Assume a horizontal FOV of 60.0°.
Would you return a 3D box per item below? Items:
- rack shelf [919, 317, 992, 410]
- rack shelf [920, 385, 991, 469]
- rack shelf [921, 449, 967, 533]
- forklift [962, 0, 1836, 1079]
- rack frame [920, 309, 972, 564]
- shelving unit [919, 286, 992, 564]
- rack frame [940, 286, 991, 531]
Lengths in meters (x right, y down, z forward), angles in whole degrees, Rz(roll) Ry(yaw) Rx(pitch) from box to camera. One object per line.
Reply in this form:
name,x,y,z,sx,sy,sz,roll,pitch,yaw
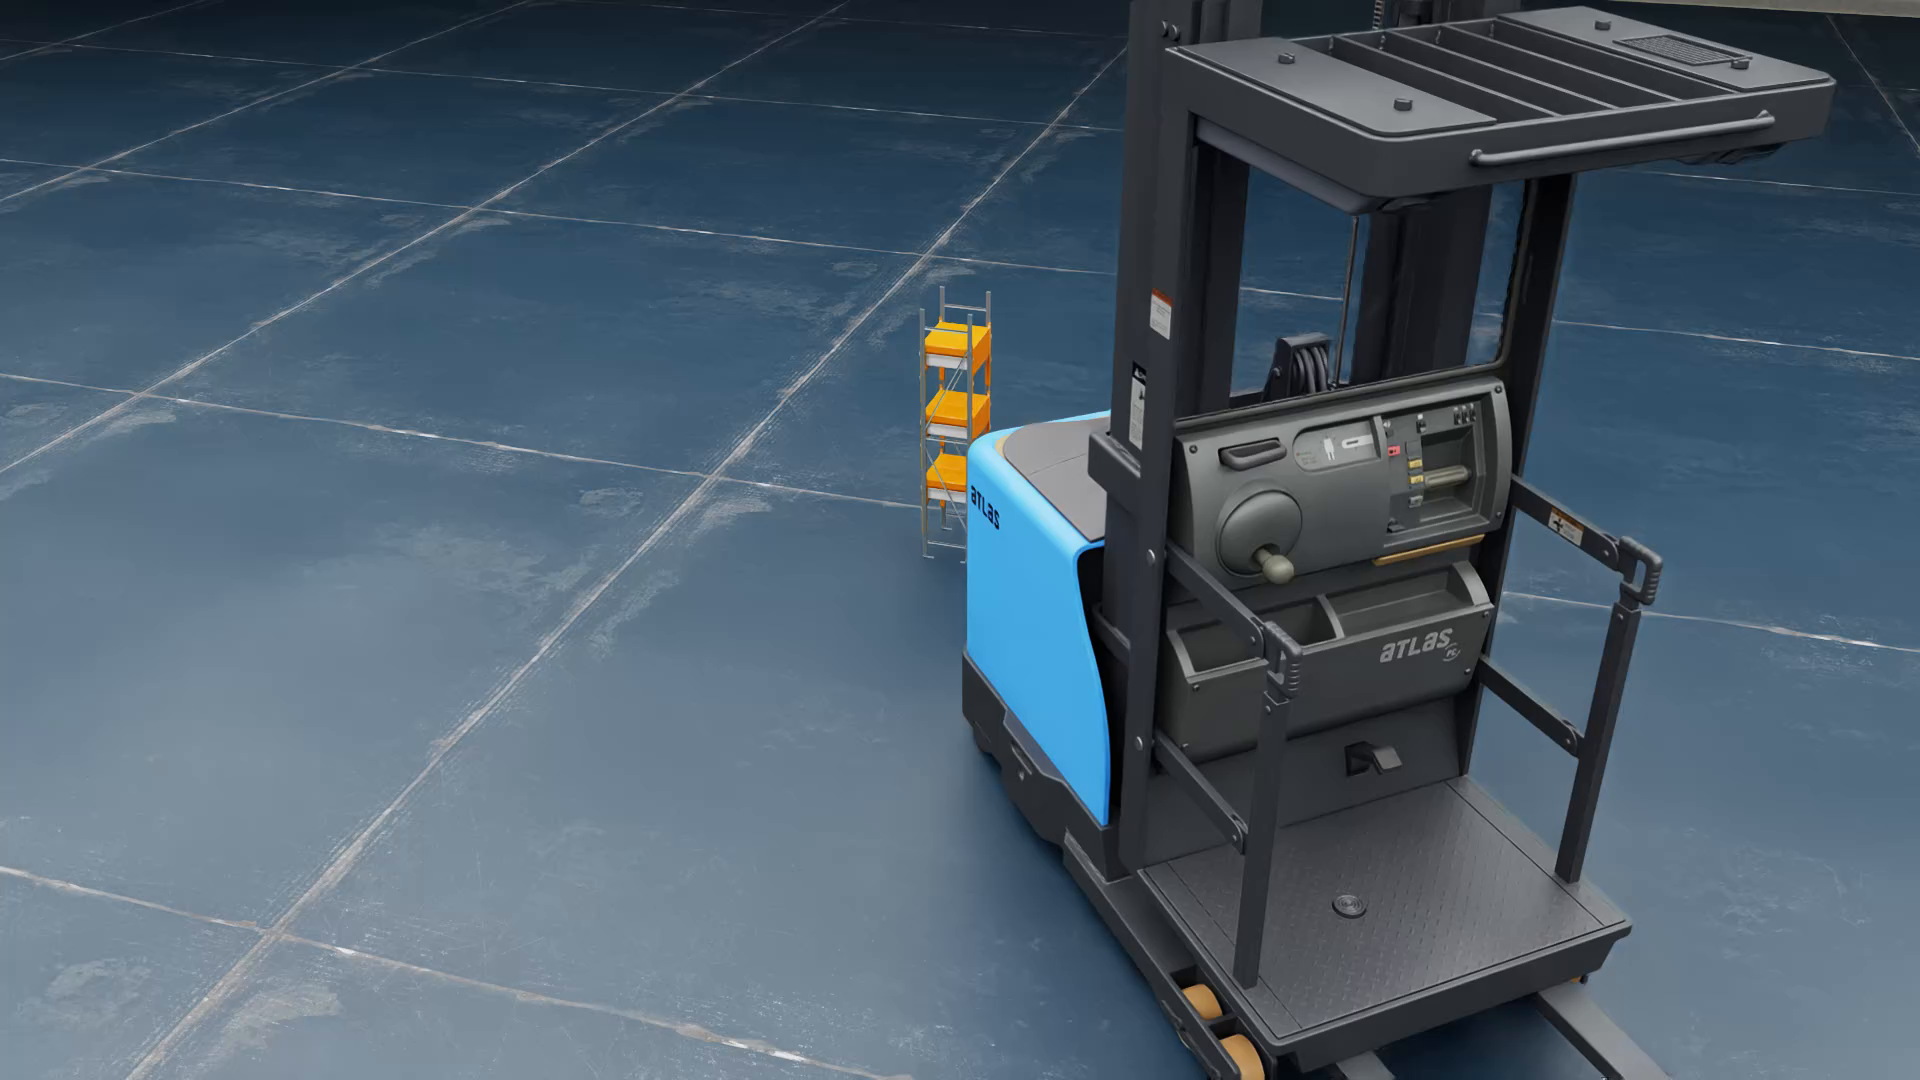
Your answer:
rack shelf,-0.016,-0.673,6.317,0.215,0.259,0.240,8,30,15
rack shelf,-0.016,-0.425,6.455,0.215,0.259,0.240,8,30,15
rack shelf,-0.016,-0.182,6.590,0.215,0.259,0.240,8,30,15
forklift,1.047,-0.099,3.913,1.130,2.935,3.031,-12,31,-20
rack frame,-0.052,-0.377,6.348,0.200,1.050,0.008,8,30,15
shelving unit,-0.016,-0.434,6.450,0.215,1.050,0.252,8,30,15
rack frame,0.020,-0.491,6.552,0.200,1.050,0.008,8,30,15
